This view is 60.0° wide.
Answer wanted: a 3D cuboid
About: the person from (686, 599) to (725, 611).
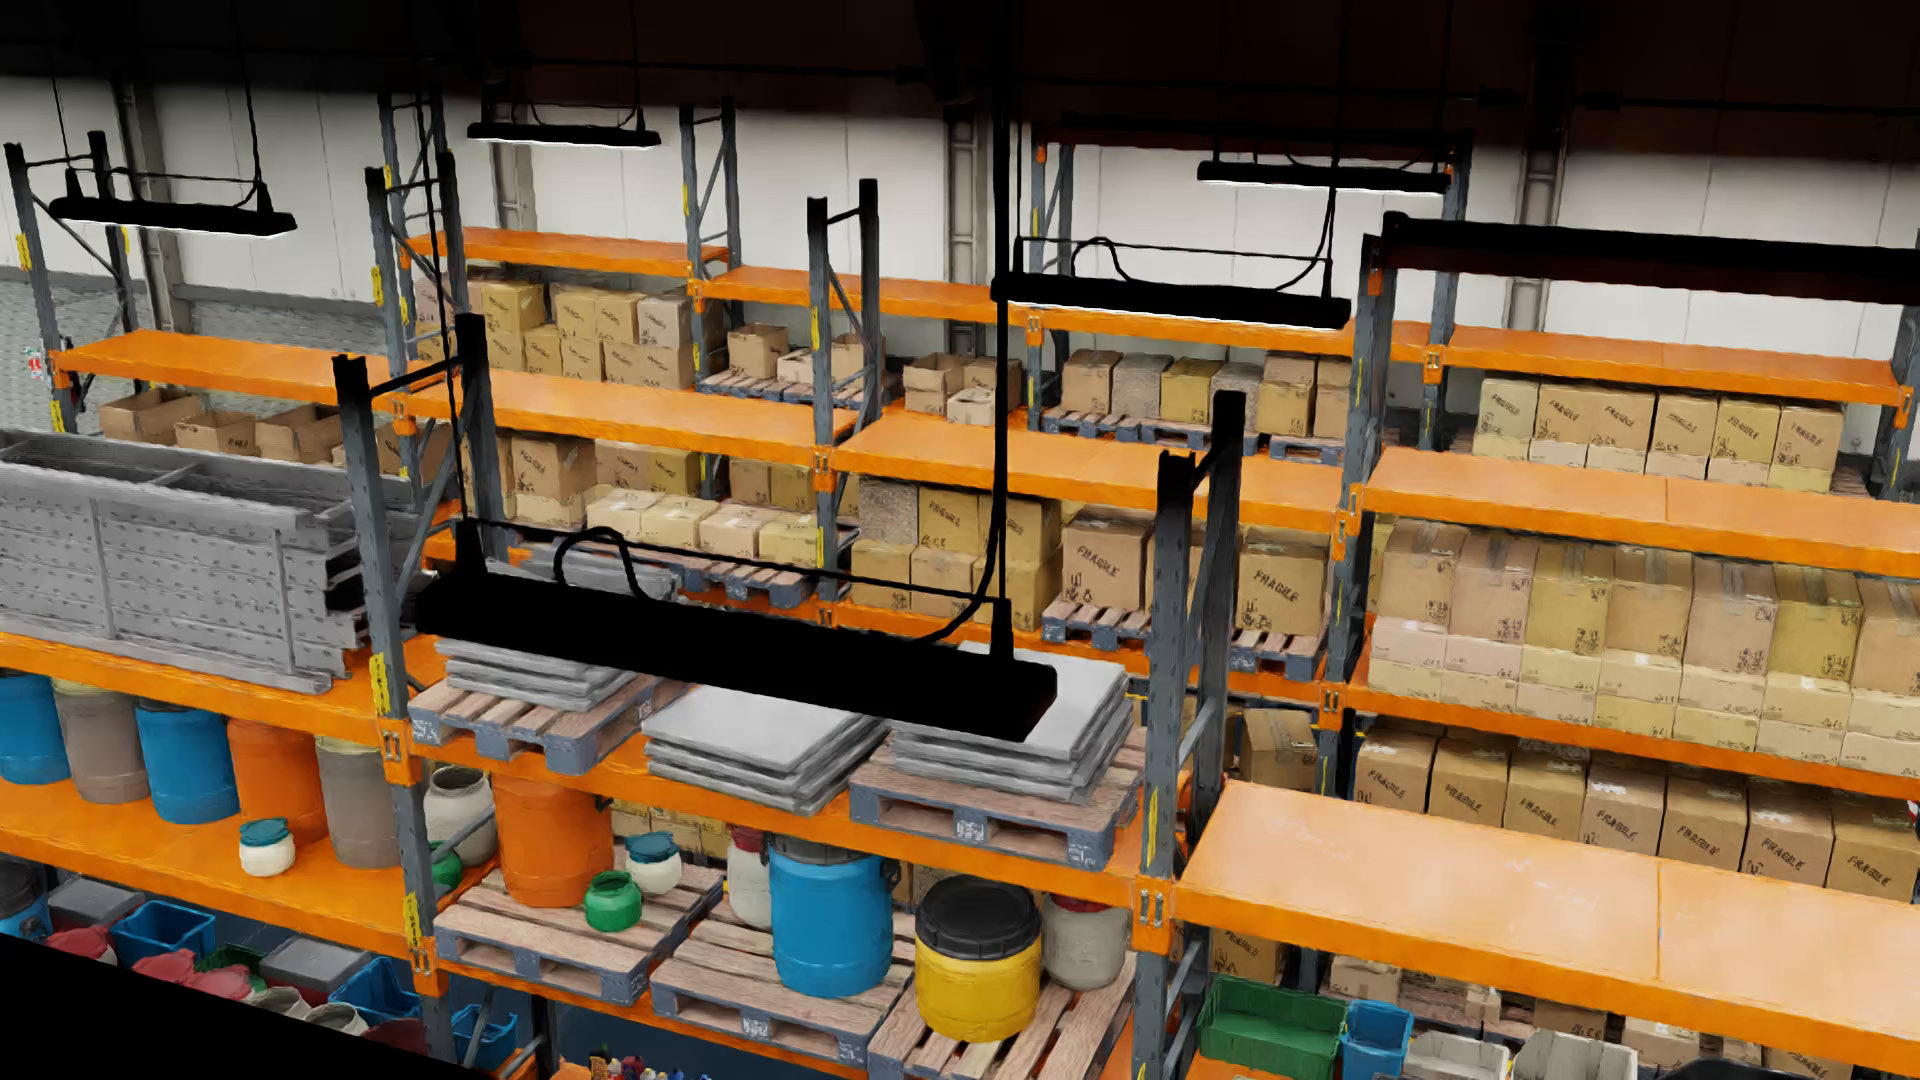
[{"bbox_3d":[-2.884,0.559,18.503,0.846,1.723,0.692,2,21,4],"label":"person"}]
